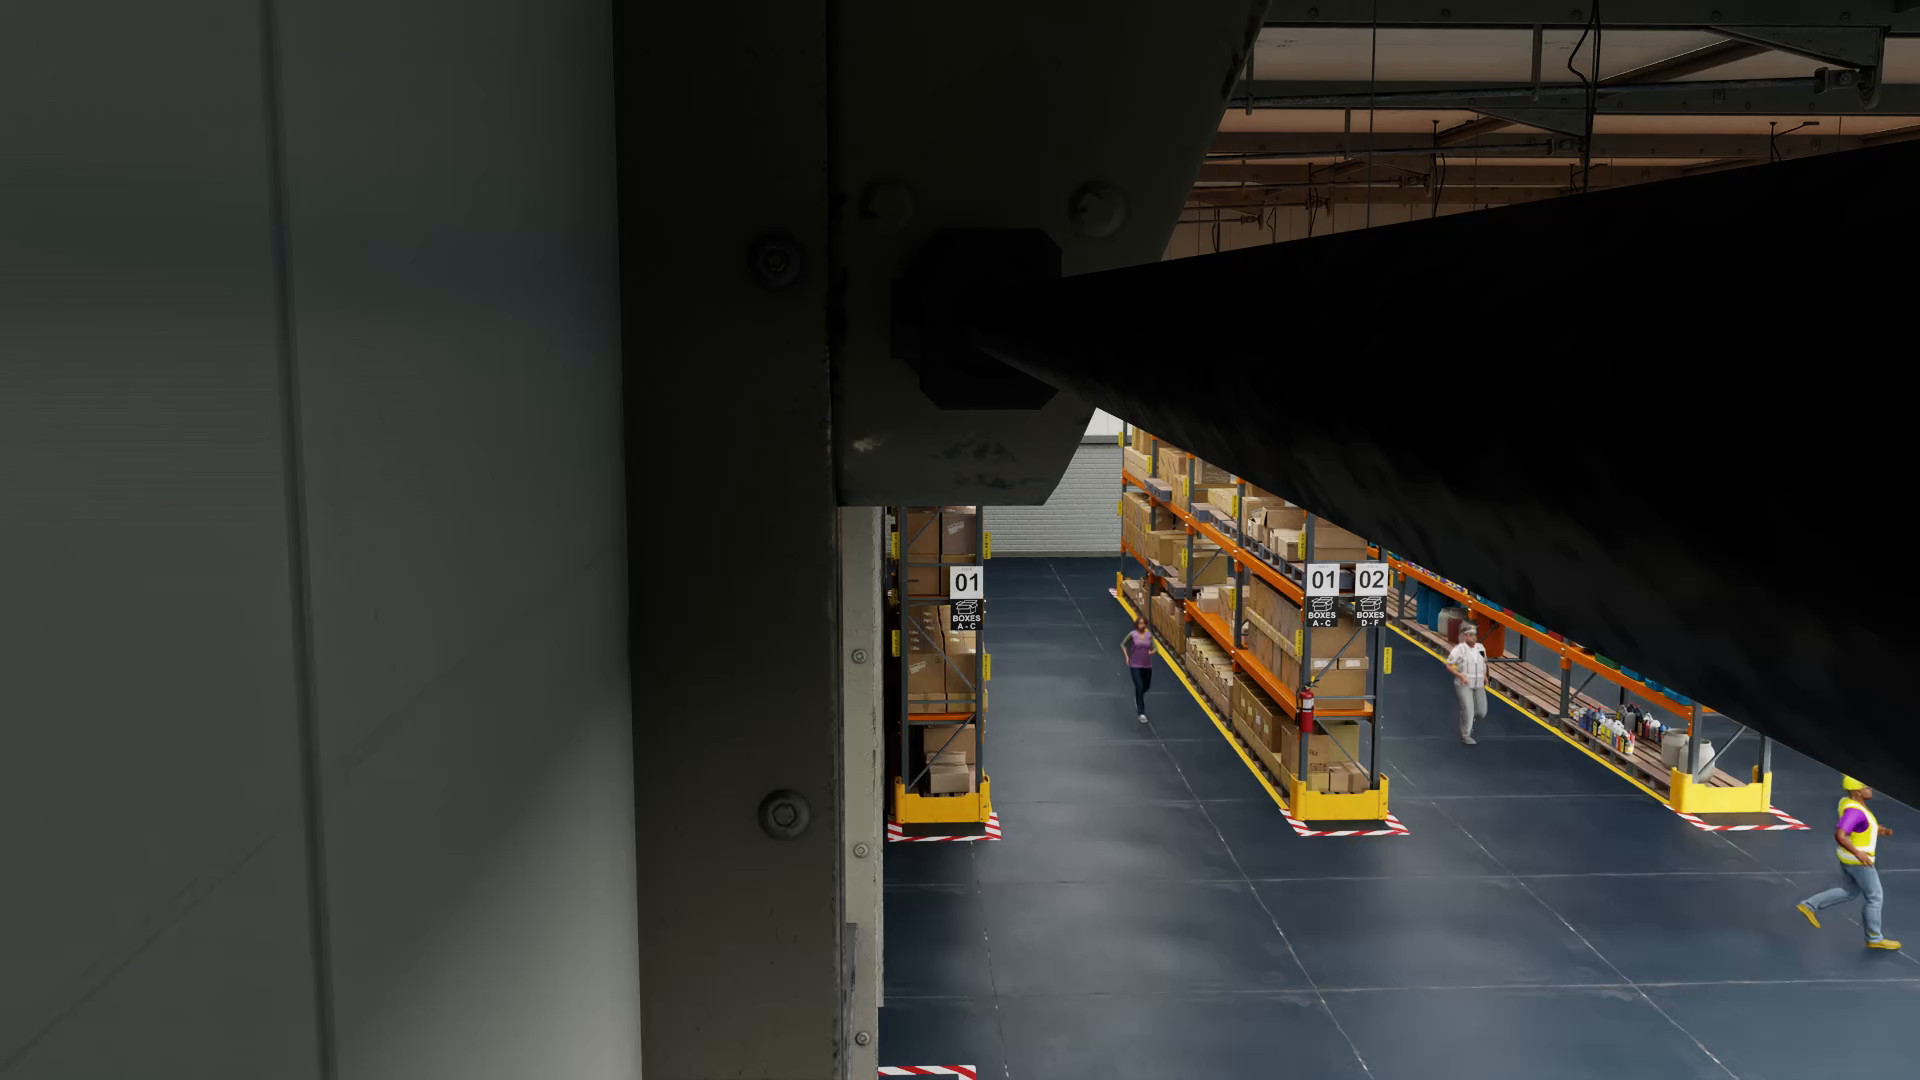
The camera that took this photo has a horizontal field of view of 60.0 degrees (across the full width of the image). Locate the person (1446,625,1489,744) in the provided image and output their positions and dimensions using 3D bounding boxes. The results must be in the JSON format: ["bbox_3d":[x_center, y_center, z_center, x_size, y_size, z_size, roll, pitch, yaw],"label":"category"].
[{"bbox_3d":[7.400,2.081,24.195,0.661,1.731,0.628,-2,8,-13],"label":"person"}]

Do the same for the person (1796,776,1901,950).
[{"bbox_3d":[8.855,3.160,16.473,0.933,1.745,0.713,3,8,18],"label":"person"}]

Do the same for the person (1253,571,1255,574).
[{"bbox_3d":[6.245,0.758,33.795,0.542,1.722,0.827,-2,8,-11],"label":"person"}]

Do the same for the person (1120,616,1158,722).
[{"bbox_3d":[2.769,1.947,25.586,0.543,1.576,0.877,-1,8,-10],"label":"person"}]
